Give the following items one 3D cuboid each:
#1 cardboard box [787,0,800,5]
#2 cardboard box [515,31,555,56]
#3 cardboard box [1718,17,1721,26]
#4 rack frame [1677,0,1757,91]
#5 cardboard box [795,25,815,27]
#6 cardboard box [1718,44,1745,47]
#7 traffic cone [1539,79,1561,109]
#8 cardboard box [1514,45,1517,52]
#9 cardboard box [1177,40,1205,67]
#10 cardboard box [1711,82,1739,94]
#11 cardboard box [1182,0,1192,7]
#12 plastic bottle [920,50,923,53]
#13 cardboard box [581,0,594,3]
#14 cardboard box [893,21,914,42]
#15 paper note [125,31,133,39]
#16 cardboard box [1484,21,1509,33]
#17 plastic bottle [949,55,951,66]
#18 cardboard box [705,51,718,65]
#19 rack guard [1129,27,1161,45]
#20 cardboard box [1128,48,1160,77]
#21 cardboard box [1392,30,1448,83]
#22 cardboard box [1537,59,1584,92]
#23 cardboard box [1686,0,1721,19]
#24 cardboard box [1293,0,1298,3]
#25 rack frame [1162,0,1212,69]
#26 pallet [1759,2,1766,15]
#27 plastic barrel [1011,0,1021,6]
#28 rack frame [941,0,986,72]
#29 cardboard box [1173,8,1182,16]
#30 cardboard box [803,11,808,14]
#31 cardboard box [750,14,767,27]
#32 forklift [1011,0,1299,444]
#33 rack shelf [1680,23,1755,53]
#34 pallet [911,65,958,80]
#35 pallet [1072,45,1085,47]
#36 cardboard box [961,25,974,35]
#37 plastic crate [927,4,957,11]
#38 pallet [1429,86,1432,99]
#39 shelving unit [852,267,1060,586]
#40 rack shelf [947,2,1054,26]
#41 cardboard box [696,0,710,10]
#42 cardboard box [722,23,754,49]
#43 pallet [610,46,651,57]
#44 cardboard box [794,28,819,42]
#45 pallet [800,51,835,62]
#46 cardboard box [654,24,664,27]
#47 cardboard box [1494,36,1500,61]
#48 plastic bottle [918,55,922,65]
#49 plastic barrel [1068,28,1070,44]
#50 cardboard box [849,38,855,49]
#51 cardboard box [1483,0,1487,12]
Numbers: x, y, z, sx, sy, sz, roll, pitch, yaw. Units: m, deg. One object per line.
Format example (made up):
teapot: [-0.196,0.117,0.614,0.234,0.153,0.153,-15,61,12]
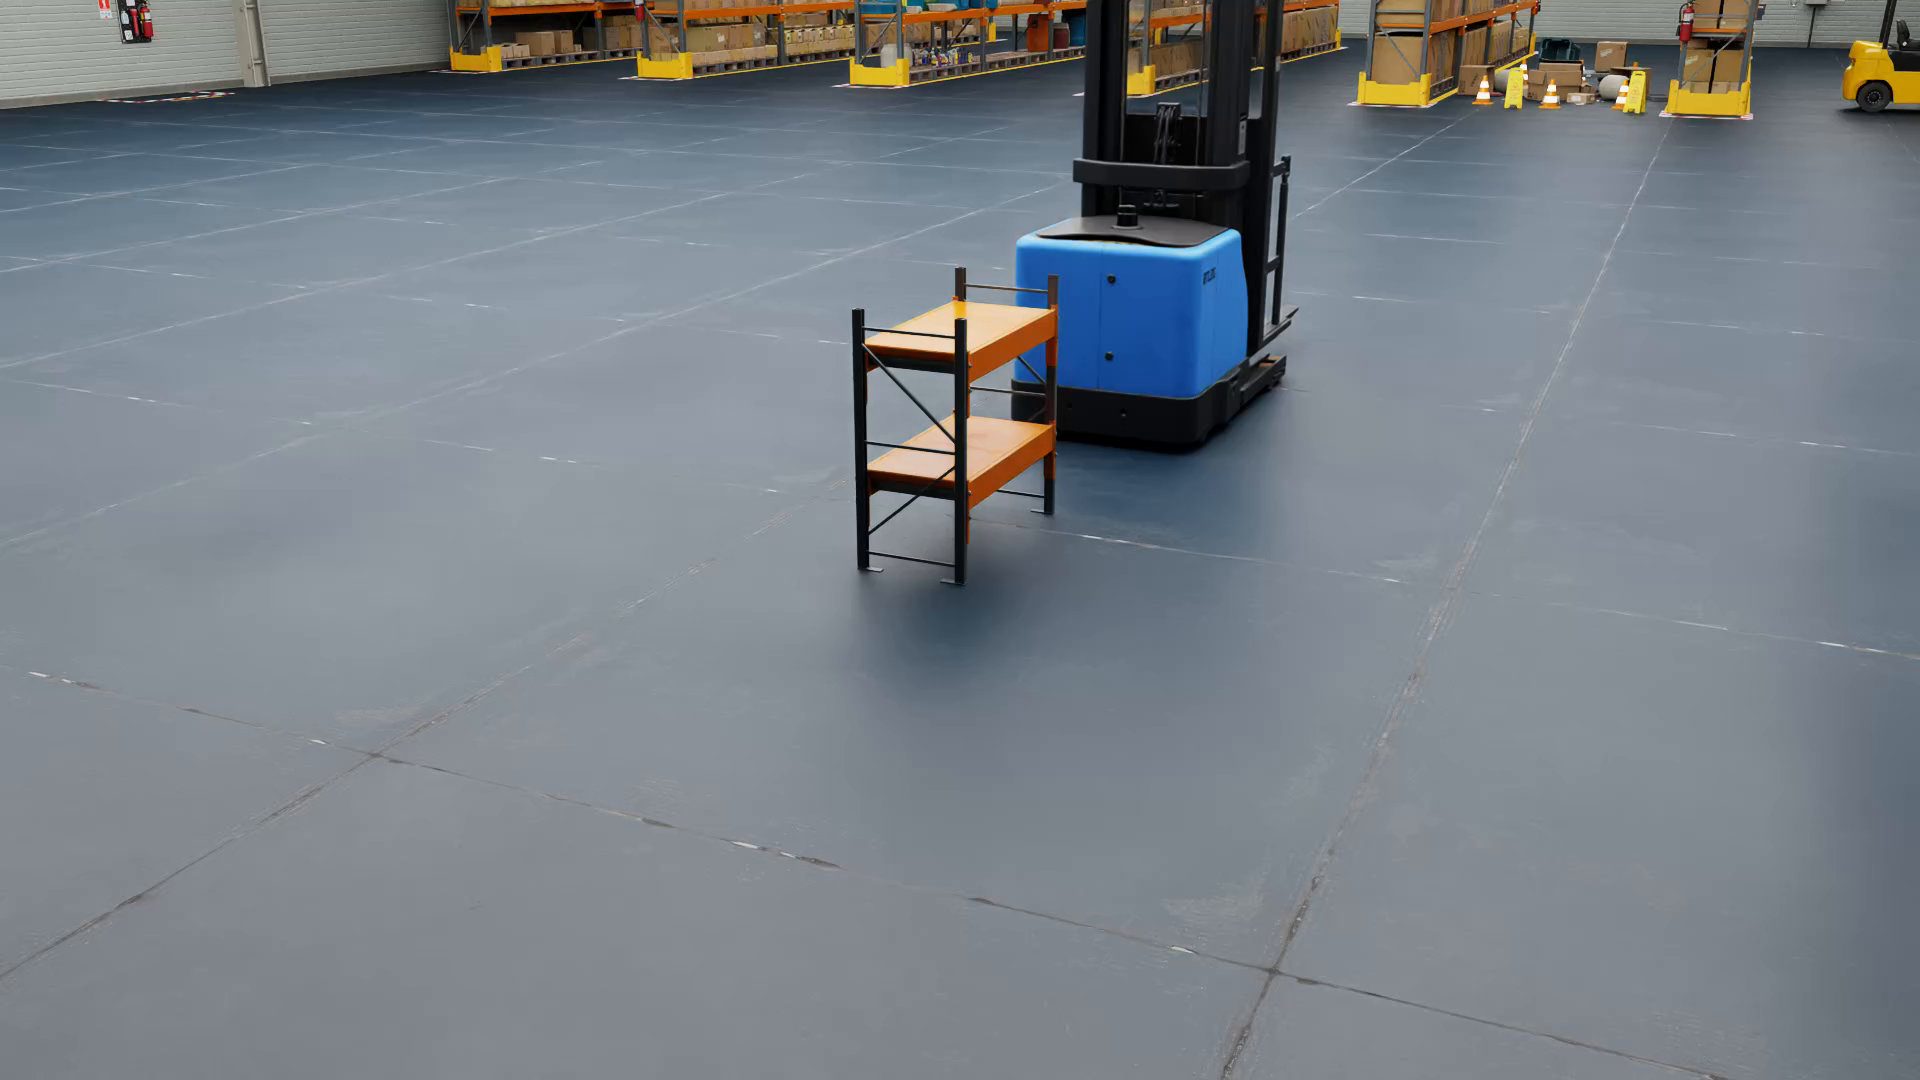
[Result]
cardboard box: [-3.893,-12.338,38.059,0.380,0.149,0.250,9,21,23]
cardboard box: [-9.656,-11.289,37.810,0.700,0.500,0.500,7,21,19]
cardboard box: [12.393,-8.606,27.565,0.380,0.149,0.250,9,21,23]
rack frame: [11.997,-8.270,26.247,1.000,3.000,0.127,9,21,23]
cardboard box: [-3.705,-12.165,39.840,0.500,0.311,0.500,8,21,21]
cardboard box: [13.223,-8.219,28.461,0.500,0.500,0.500,10,22,26]
traffic cone: [9.844,-7.432,27.675,0.336,0.463,0.334,9,21,23]
cardboard box: [12.905,-11.590,39.210,0.380,0.149,0.250,9,22,24]
cardboard box: [4.865,-10.067,34.373,0.700,0.500,0.500,7,21,19]
cardboard box: [12.580,-7.381,27.224,0.500,0.250,0.500,8,21,22]
cardboard box: [4.004,-10.596,32.194,0.875,0.500,0.500,9,21,23]
plastic bottle: [-0.817,-10.168,34.979,0.061,0.283,0.133,10,22,25]
cardboard box: [-8.880,-12.644,38.740,0.500,0.250,0.500,9,21,23]
cardboard box: [-1.522,-13.195,43.169,0.500,0.500,0.500,9,21,23]
paper note: [-14.742,-8.958,29.494,0.016,0.148,0.142,9,21,23]
cardboard box: [12.057,-11.543,37.433,0.500,0.250,0.500,10,22,25]
plastic bottle: [-0.230,-9.938,34.457,0.097,0.201,0.097,0,20,0]
cardboard box: [-5.456,-10.180,35.093,0.500,0.250,0.500,9,21,23]
rack guard: [4.987,-14.032,46.179,1.175,0.500,0.348,9,21,23]
cardboard box: [3.441,-9.026,31.476,0.500,0.500,0.500,15,25,37]
cardboard box: [8.391,-8.879,30.504,0.875,0.875,0.875,9,21,23]
cardboard box: [10.782,-8.329,29.936,0.797,0.637,0.503,9,21,23]
cardboard box: [11.968,-8.661,26.753,0.500,0.500,0.500,8,21,22]
cardboard box: [7.719,-13.015,39.439,0.500,0.500,0.500,9,22,24]
rack frame: [4.594,-10.853,33.509,1.000,3.000,0.127,9,21,23]
pallet: [15.078,-10.393,32.502,1.213,0.211,1.003,9,21,23]
plastic barrel: [1.145,-12.215,37.137,0.433,0.535,0.433,0,20,0]
rack frame: [0.075,-11.532,35.420,1.000,3.000,0.127,9,21,23]
cardboard box: [3.993,-10.011,31.518,0.380,0.149,0.250,9,21,23]
cardboard box: [-4.685,-15.492,48.690,0.380,0.149,0.250,9,21,23]
cardboard box: [-5.834,-14.306,45.800,0.750,0.750,0.750,9,21,23]
forklift: [1.351,-2.337,9.665,1.130,2.935,3.031,9,21,23]
rack shelf: [12.816,-8.543,28.087,1.077,0.370,4.000,9,21,23]
pallet: [-0.736,-9.645,34.273,1.003,0.211,1.213,9,21,23]
pallet: [2.997,-12.434,42.116,1.003,0.211,1.213,9,21,23]
cardboard box: [0.058,-14.307,46.669,0.500,0.250,0.500,9,21,23]
plastic crate: [-0.358,-10.877,33.971,0.530,0.136,0.437,9,21,23]
pallet: [7.696,-7.860,29.255,1.003,0.211,1.213,9,21,23]
shelving unit: [0.003,-0.532,7.286,0.538,1.125,1.048,9,21,23]
rack shelf: [0.894,-11.805,37.260,1.077,0.370,4.000,9,21,23]
cardboard box: [-5.666,-11.340,34.729,0.700,0.500,0.500,9,22,24]
cardboard box: [-4.849,-10.993,36.259,0.500,0.500,0.500,9,21,23]
pallet: [-8.147,-12.190,41.432,1.003,0.211,1.213,9,21,23]
cardboard box: [-3.625,-11.783,38.763,0.500,0.311,0.500,8,21,21]
pallet: [-3.678,-11.504,39.502,1.003,0.211,1.213,9,21,23]
cardboard box: [-7.889,-12.775,41.989,0.700,0.500,0.500,9,21,23]
cardboard box: [11.441,-10.720,36.238,0.500,0.500,0.500,9,21,23]
plastic bottle: [-0.833,-9.984,34.585,0.097,0.201,0.097,0,20,0]
plastic barrel: [2.510,-12.463,41.122,0.421,0.512,0.421,0,20,0]
cardboard box: [-2.797,-12.144,40.616,0.500,0.250,0.500,9,22,24]
cardboard box: [10.366,-10.932,33.581,0.500,0.500,0.500,8,21,22]
